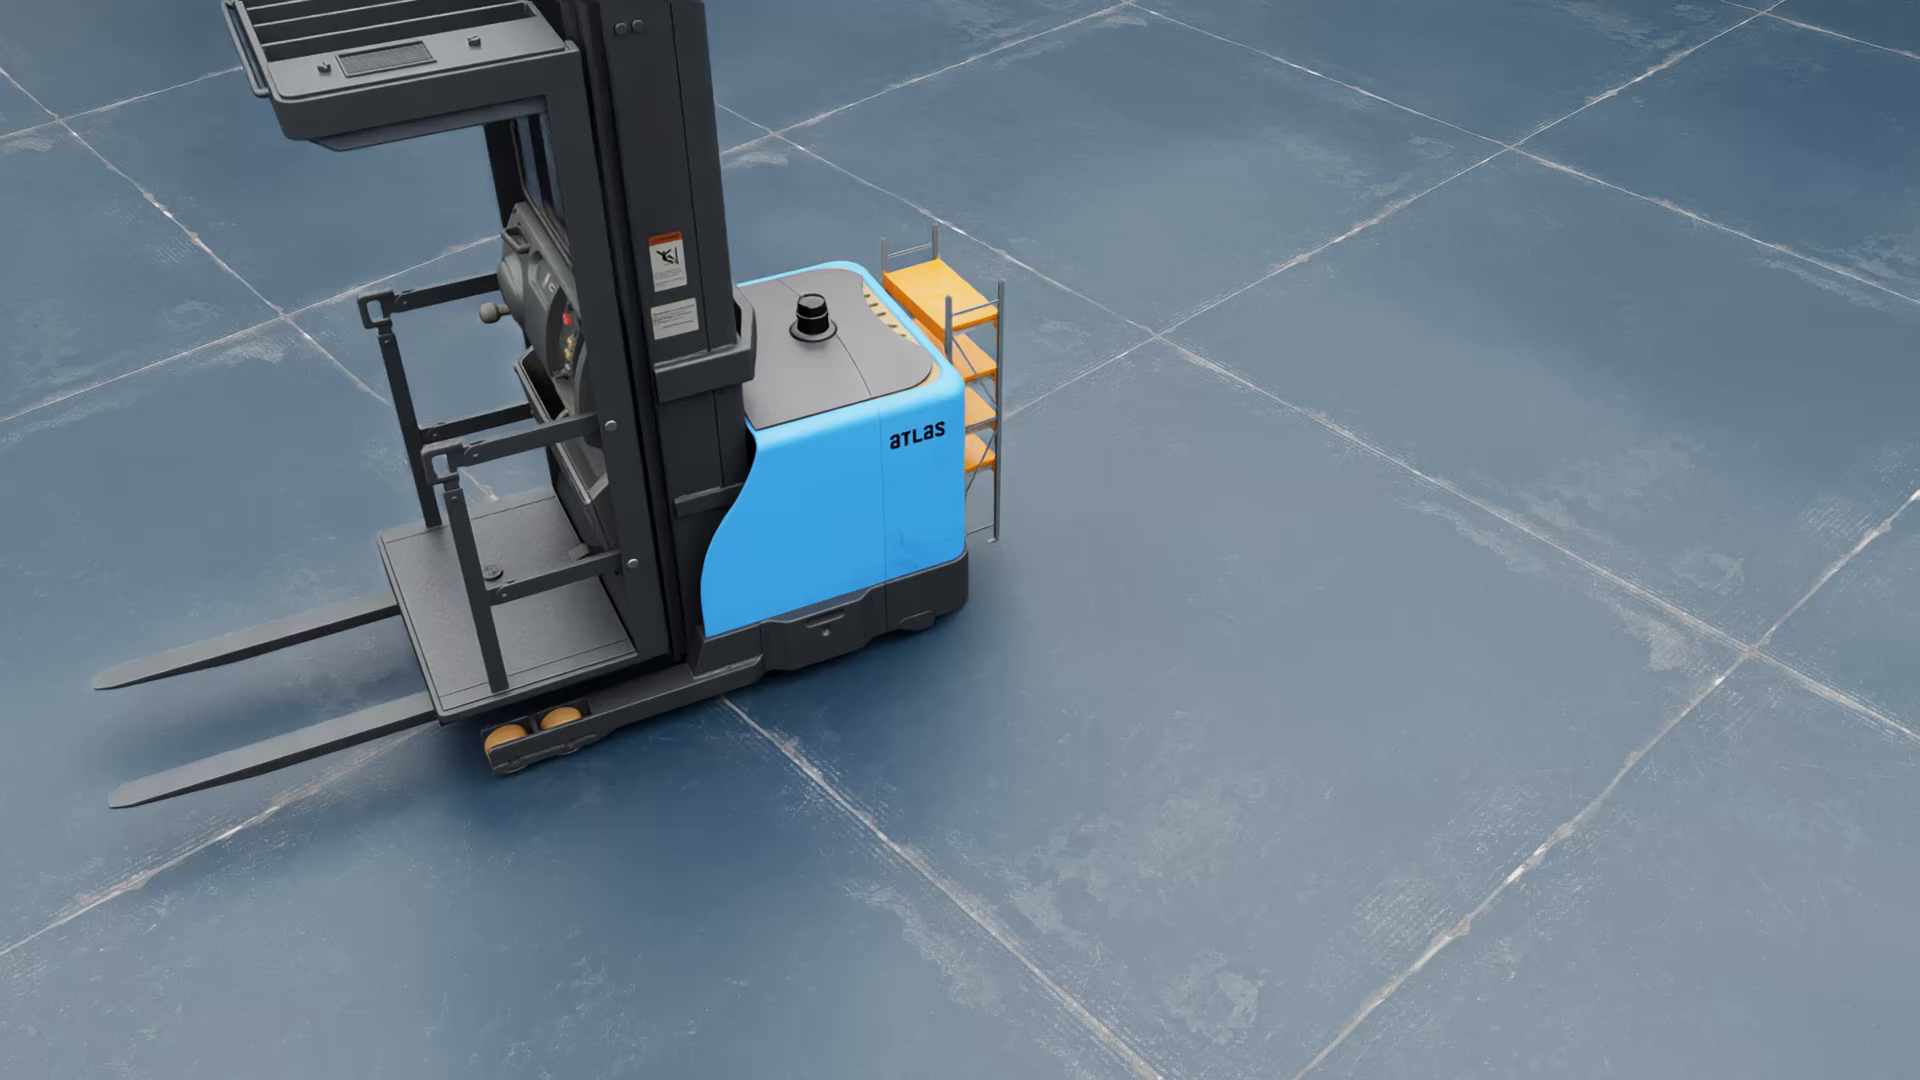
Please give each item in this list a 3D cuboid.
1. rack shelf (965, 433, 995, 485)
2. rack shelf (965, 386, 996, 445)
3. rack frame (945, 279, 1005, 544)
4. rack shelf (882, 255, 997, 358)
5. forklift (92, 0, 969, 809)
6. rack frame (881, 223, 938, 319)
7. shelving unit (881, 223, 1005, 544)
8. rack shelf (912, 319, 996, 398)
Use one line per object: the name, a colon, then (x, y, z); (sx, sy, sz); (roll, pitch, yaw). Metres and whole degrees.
rack shelf: (-0.068, -0.361, 6.665); (0.258, 0.148, 0.480); (-20, 43, -23)
rack shelf: (-0.068, -0.515, 6.540); (0.258, 0.148, 0.480); (-20, 43, -23)
rack frame: (0.054, -0.435, 6.334); (0.240, 1.200, 0.015); (-20, 43, -23)
rack shelf: (-0.068, -0.873, 6.251); (0.258, 0.148, 0.480); (-20, 43, -23)
forklift: (-1.522, -0.717, 5.305); (3.031, 2.935, 1.130); (-17, 42, -20)
rack frame: (-0.190, -0.700, 6.662); (0.240, 1.200, 0.015); (-20, 43, -23)
shelving unit: (-0.068, -0.568, 6.498); (0.258, 1.200, 0.503); (-20, 43, -23)
rack shelf: (-0.068, -0.689, 6.400); (0.258, 0.148, 0.480); (-20, 43, -23)
